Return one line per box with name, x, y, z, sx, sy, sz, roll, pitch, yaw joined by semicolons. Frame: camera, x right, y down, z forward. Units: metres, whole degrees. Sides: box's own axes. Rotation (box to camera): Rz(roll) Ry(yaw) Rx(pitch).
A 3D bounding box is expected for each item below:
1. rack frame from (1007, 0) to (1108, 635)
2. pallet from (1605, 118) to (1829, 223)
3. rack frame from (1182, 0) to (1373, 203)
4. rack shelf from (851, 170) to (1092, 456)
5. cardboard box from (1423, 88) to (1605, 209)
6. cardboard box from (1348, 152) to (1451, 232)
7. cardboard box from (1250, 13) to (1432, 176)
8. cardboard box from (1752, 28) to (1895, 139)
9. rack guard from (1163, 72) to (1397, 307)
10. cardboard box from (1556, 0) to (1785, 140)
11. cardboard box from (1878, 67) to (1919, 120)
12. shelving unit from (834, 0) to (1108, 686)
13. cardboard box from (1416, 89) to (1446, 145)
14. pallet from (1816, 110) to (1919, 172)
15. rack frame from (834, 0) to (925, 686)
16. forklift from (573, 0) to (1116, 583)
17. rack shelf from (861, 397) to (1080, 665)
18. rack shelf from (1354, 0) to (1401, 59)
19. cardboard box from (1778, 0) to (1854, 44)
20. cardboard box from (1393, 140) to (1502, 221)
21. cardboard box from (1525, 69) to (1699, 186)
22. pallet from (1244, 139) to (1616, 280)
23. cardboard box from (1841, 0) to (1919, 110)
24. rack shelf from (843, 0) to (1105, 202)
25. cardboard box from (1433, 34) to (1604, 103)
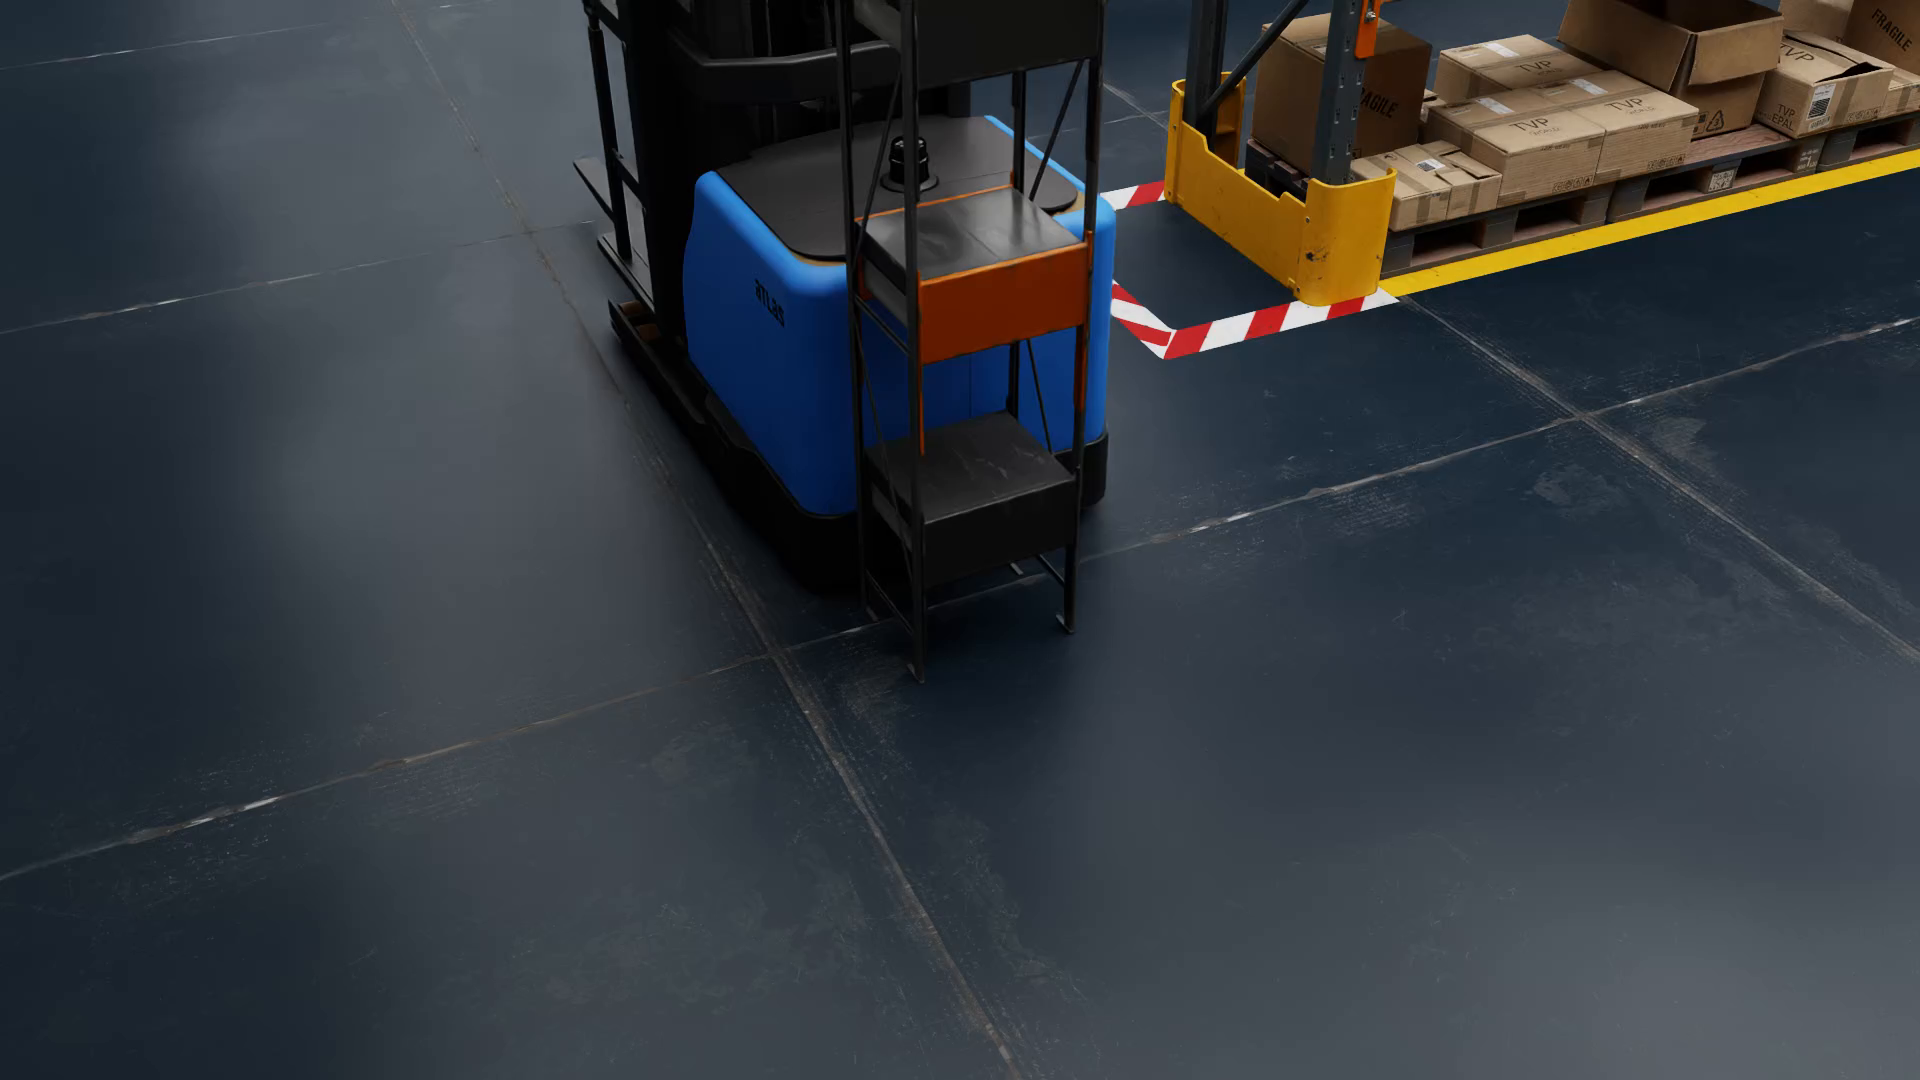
rack frame;0.237;-0.672;4.394;0.015;2.100;0.400;-17;40;-21
pallet;3.097;-1.847;7.563;1.213;0.211;1.003;-16;39;-20
rack frame;1.204;-2.439;6.020;0.127;3.000;1.000;-16;39;-20
rack shelf;0.020;-0.595;4.313;0.480;0.518;0.431;-17;40;-21
cardboard box;2.270;-1.622;6.858;0.500;0.250;0.500;-16;39;-20
cardboard box;1.729;-1.391;6.632;0.250;0.149;0.380;-16;39;-20
cardboard box;1.592;-1.882;6.999;0.500;0.500;0.500;-16;39;-20
cardboard box;3.751;-2.061;7.399;0.500;0.311;0.500;-16;39;-20
rack guard;1.273;-1.454;6.791;0.348;0.500;1.175;-16;39;-20
cardboard box;3.127;-2.147;7.353;0.637;0.503;0.797;-16;39;-20
cardboard box;4.116;-2.059;7.531;0.250;0.149;0.380;-16;39;-20
shelving unit;0.020;-0.606;4.305;0.503;2.100;0.431;-17;40;-21
cardboard box;1.997;-1.802;7.171;0.250;0.166;0.380;-16;39;-20
pallet;4.203;-2.158;7.983;1.213;0.211;1.003;-16;39;-20
rack frame;-0.197;-0.540;4.215;0.015;2.100;0.400;-17;40;-21
forklift;-0.654;-1.913;5.369;1.130;2.935;3.031;-17;40;-21
rack shelf;0.020;-0.033;4.730;0.480;0.518;0.431;-17;40;-21
rack shelf;3.015;-2.656;6.917;4.000;0.370;1.077;-16;39;-20
cardboard box;4.353;-2.559;8.069;0.500;0.311;0.500;-16;39;-20
cardboard box;1.956;-1.462;6.712;0.250;0.166;0.380;-16;39;-20
cardboard box;2.722;-1.749;7.029;0.500;0.250;0.500;-16;39;-20
pallet;1.994;-1.540;7.150;1.213;0.211;1.003;-16;39;-20
cardboard box;4.430;-2.327;7.598;0.500;0.500;0.500;-16;39;-20
rack shelf;0.020;-1.157;3.896;0.480;0.518;0.431;-17;40;-21
cardboard box;2.465;-2.006;7.375;0.500;0.250;0.500;-16;39;-20
